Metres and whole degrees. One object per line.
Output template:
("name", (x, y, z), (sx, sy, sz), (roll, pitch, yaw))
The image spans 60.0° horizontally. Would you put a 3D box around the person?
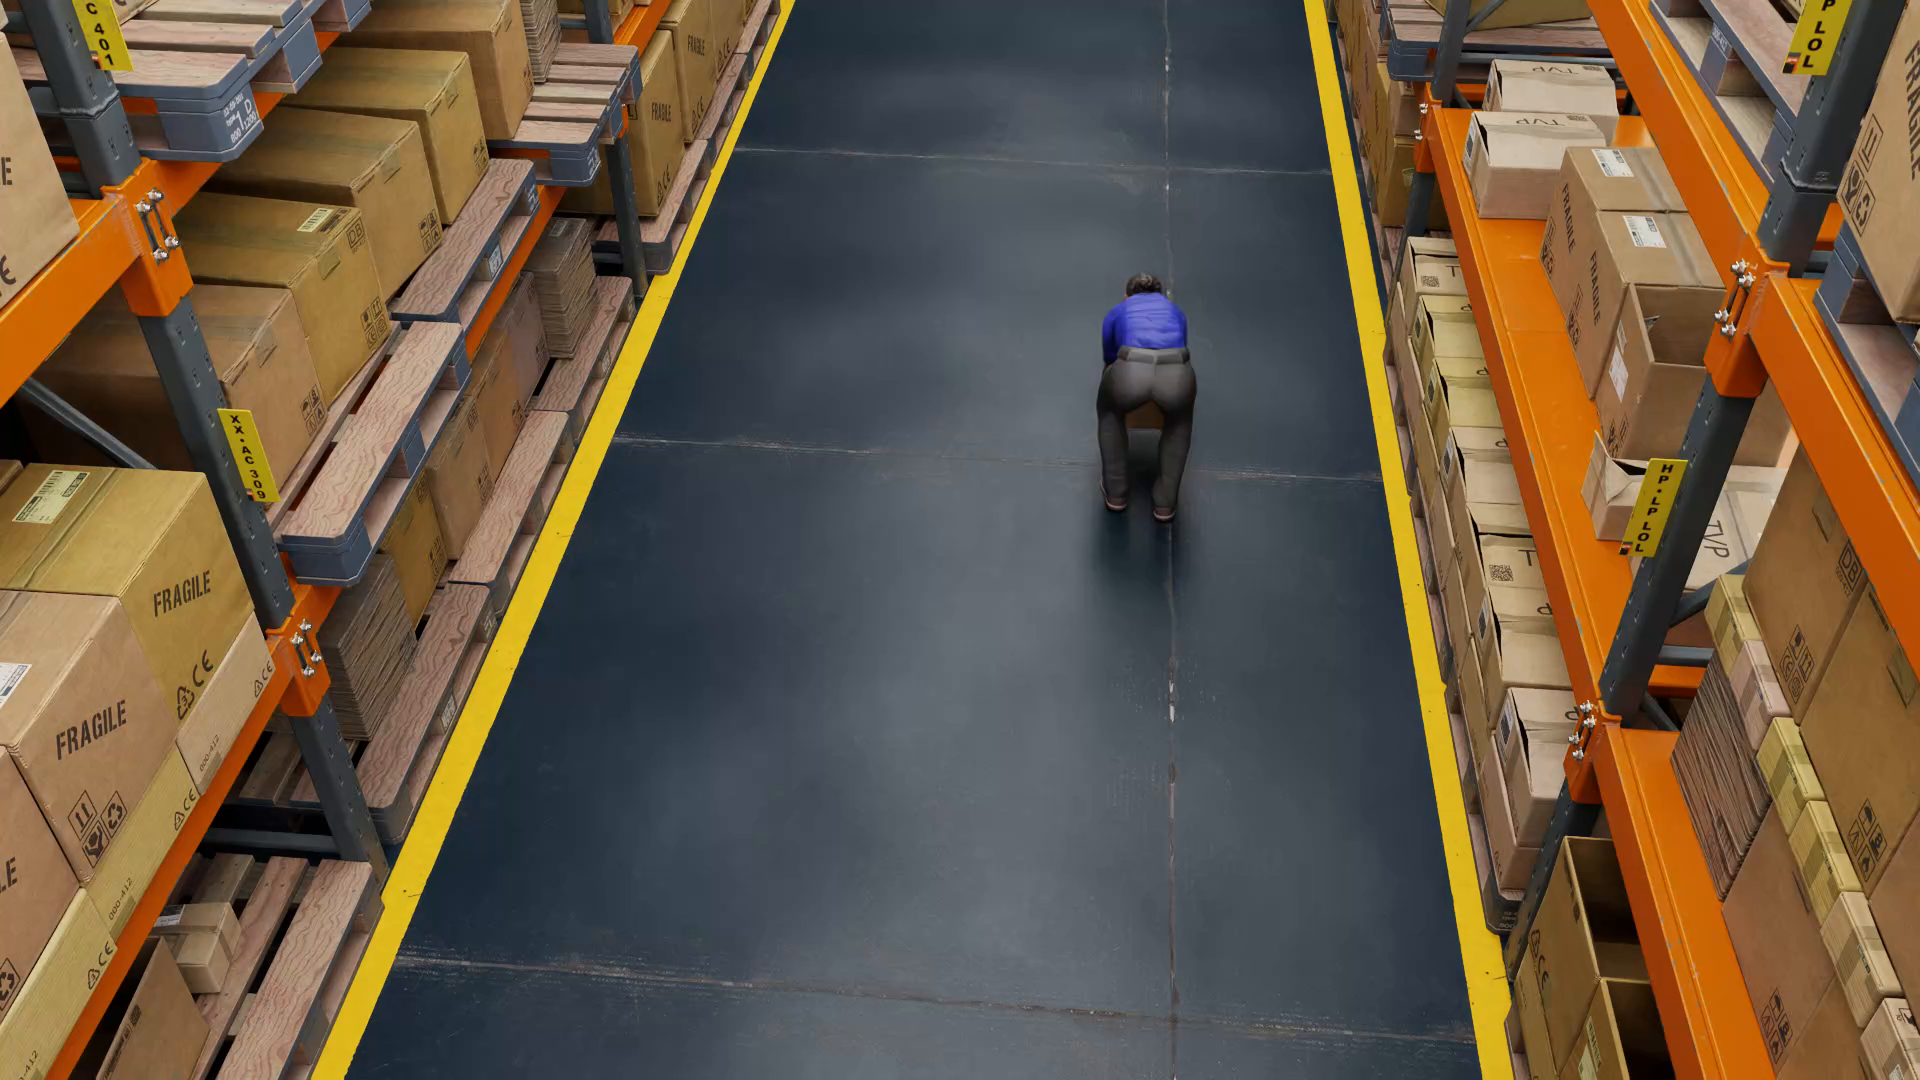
("person", (0.831, -0.656, 7.480), (0.433, 0.954, 0.876), (2, 40, 2))
